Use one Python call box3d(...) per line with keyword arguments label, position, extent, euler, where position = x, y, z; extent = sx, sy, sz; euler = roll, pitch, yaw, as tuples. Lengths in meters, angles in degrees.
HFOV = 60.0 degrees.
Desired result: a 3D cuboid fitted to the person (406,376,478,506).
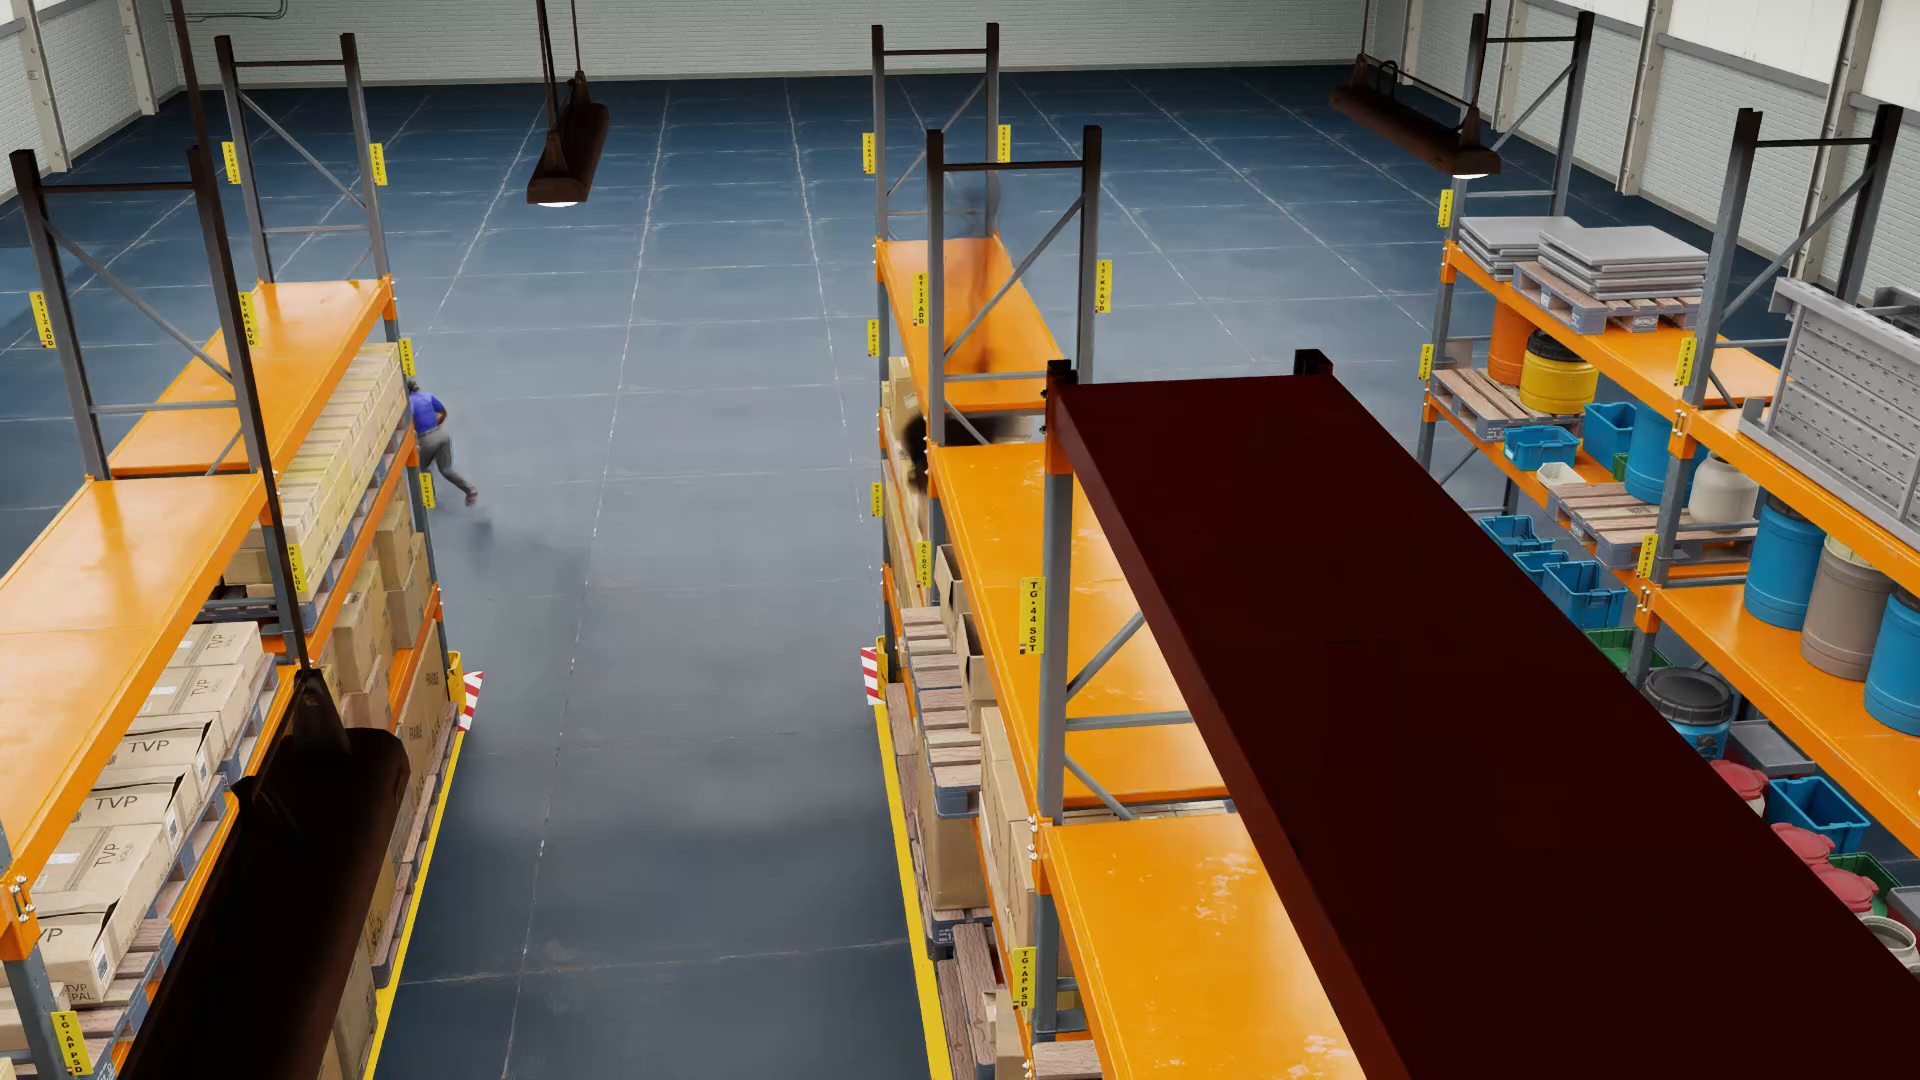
box3d(label="person", position=(-5.935, -1.043, 18.913), extent=(0.957, 1.615, 0.602), euler=(12, 28, 24))
